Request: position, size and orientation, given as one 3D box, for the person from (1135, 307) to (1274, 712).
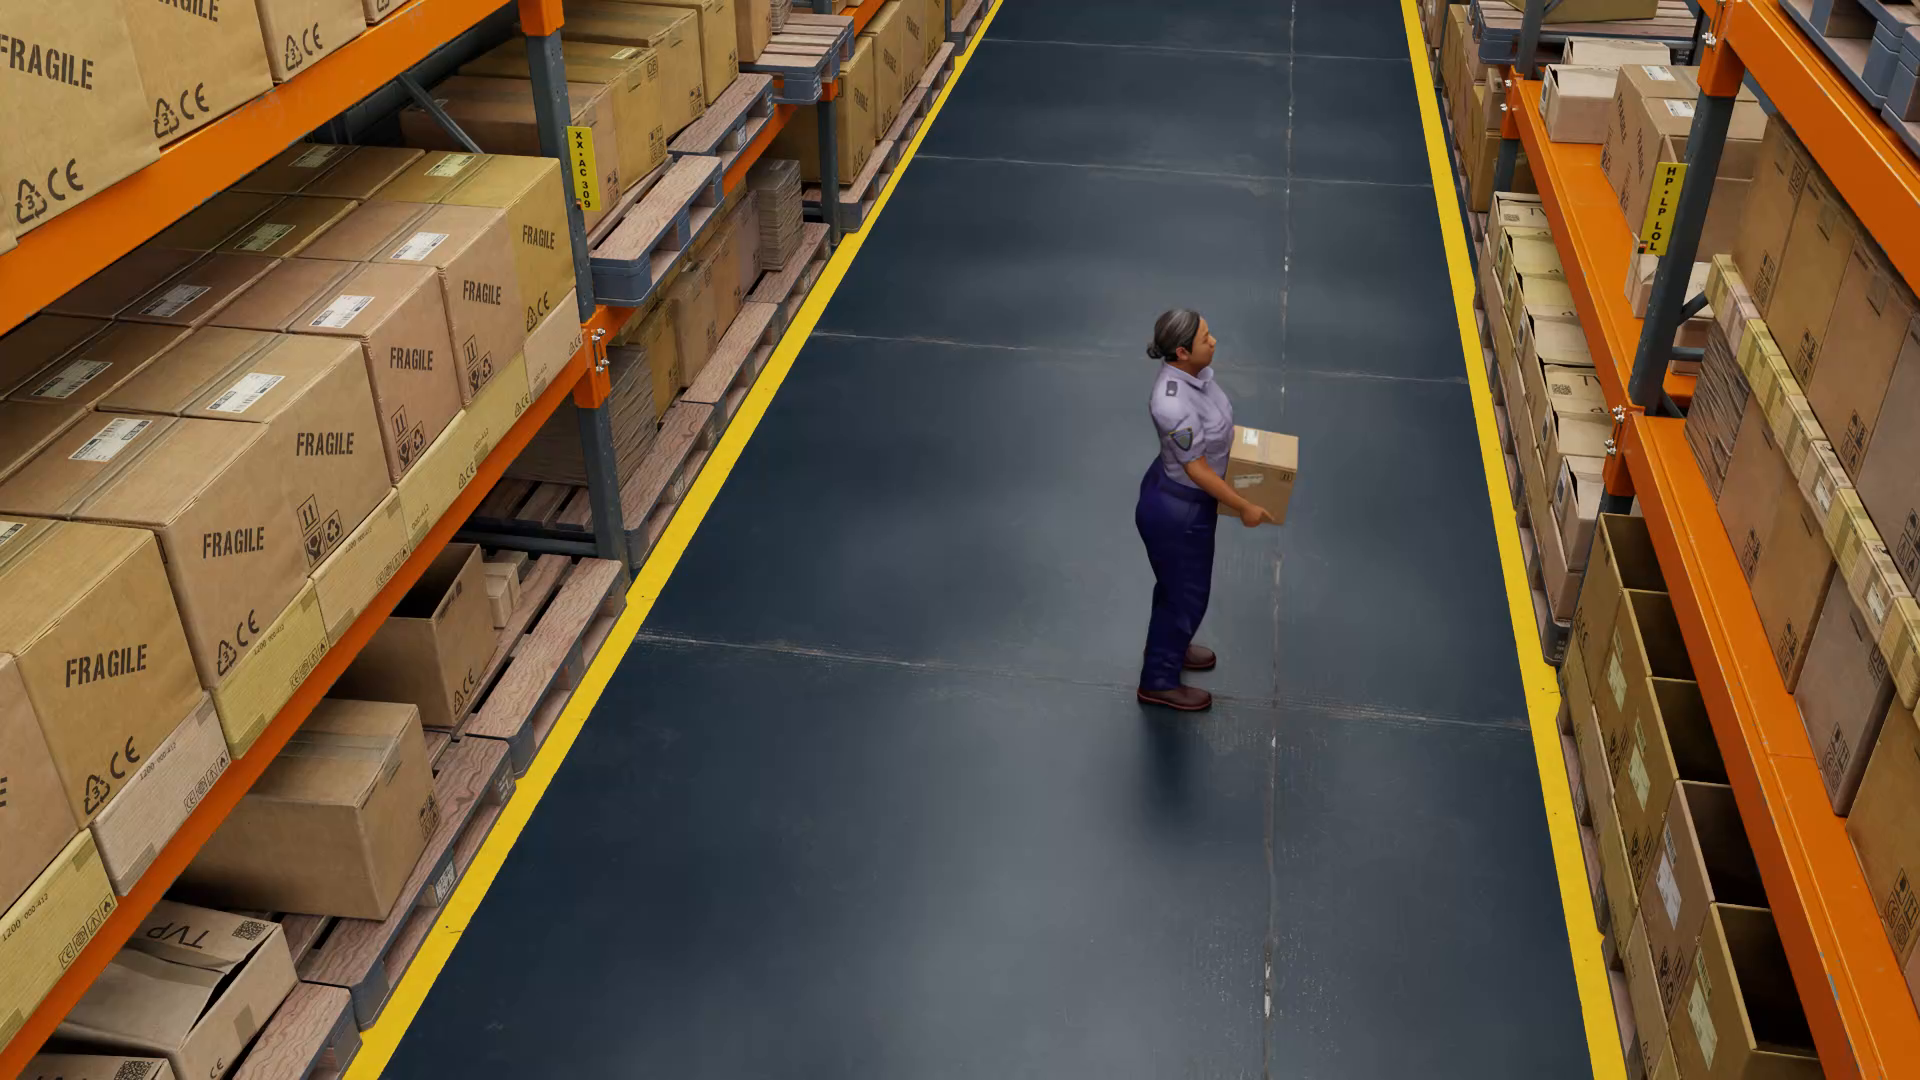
[{"bbox_3d":[0.932,-0.116,6.345,0.518,1.635,0.452,6,33,9],"label":"person"}]
